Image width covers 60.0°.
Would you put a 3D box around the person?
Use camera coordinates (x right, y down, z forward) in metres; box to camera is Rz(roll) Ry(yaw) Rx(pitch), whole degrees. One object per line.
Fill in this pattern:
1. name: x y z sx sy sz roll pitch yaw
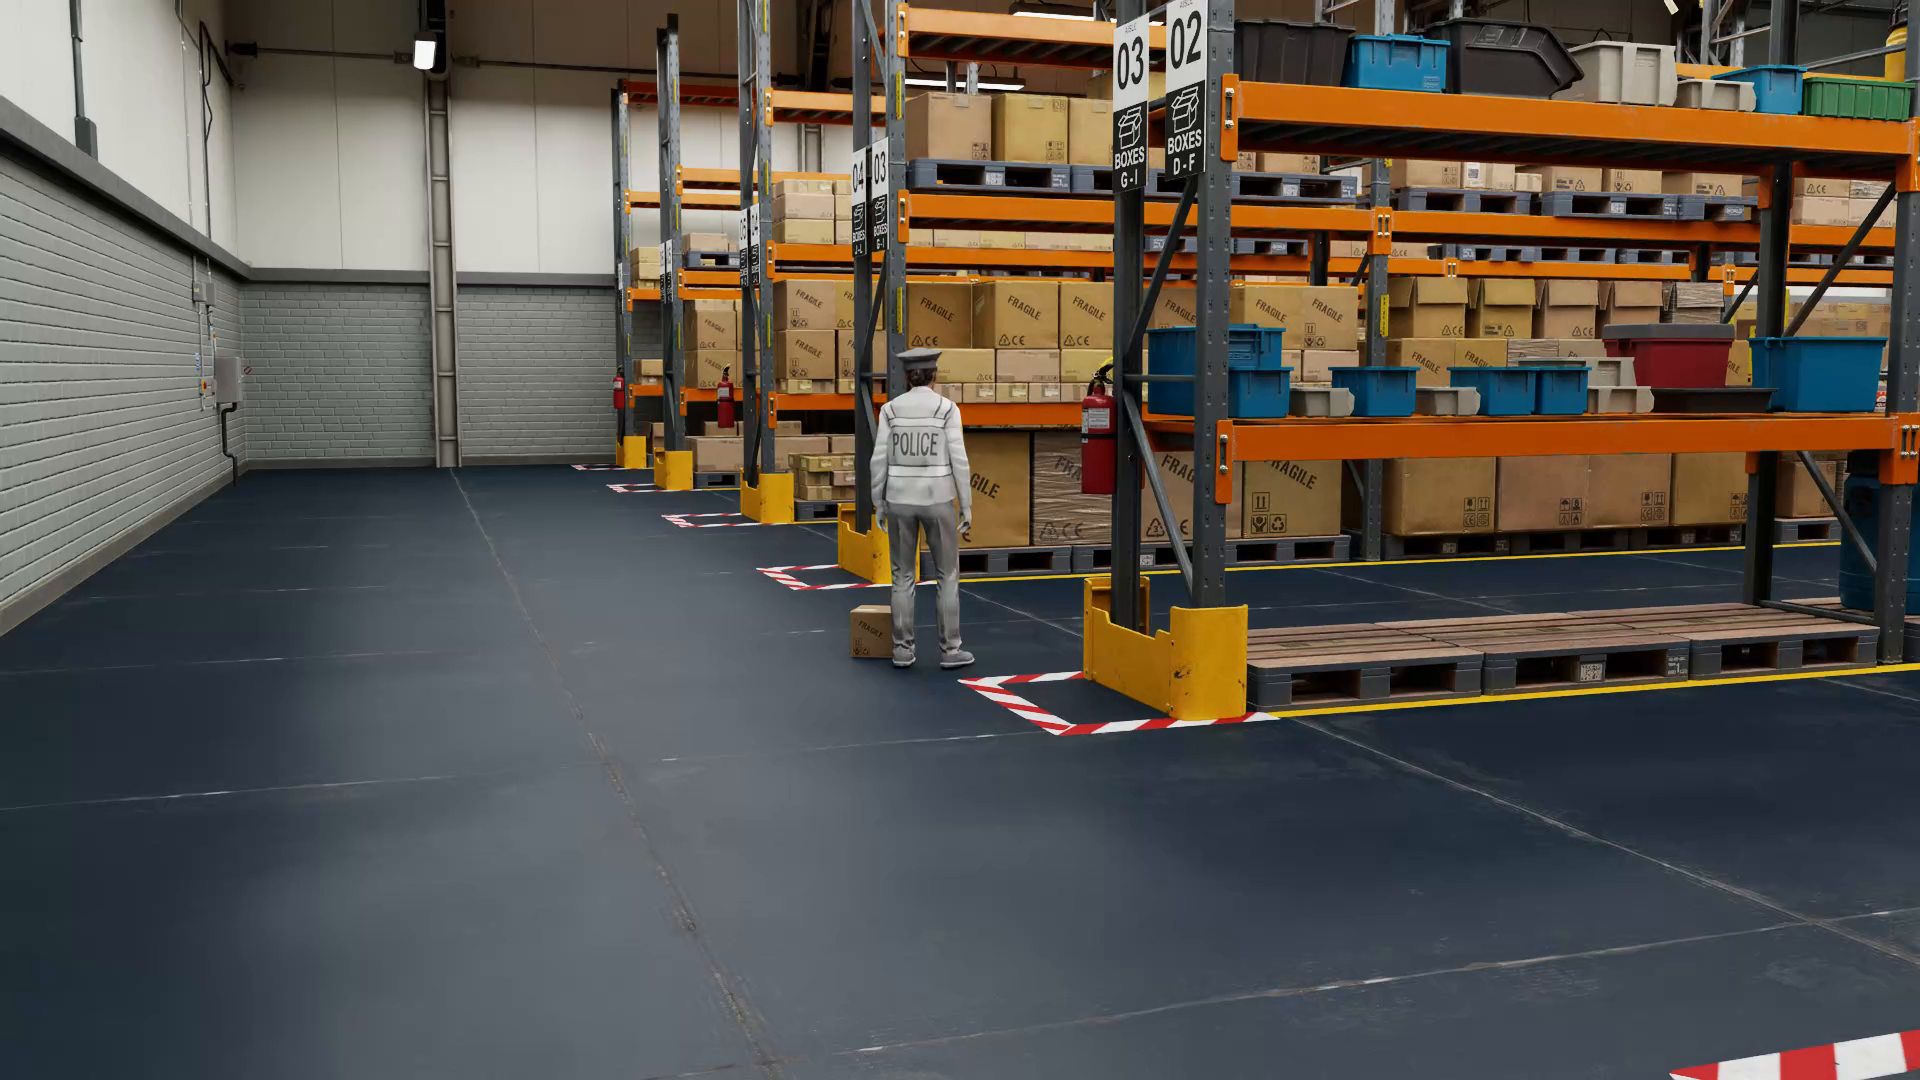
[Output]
1. person: -0.200 -0.167 8.678 0.533 1.663 0.378 1 6 11
